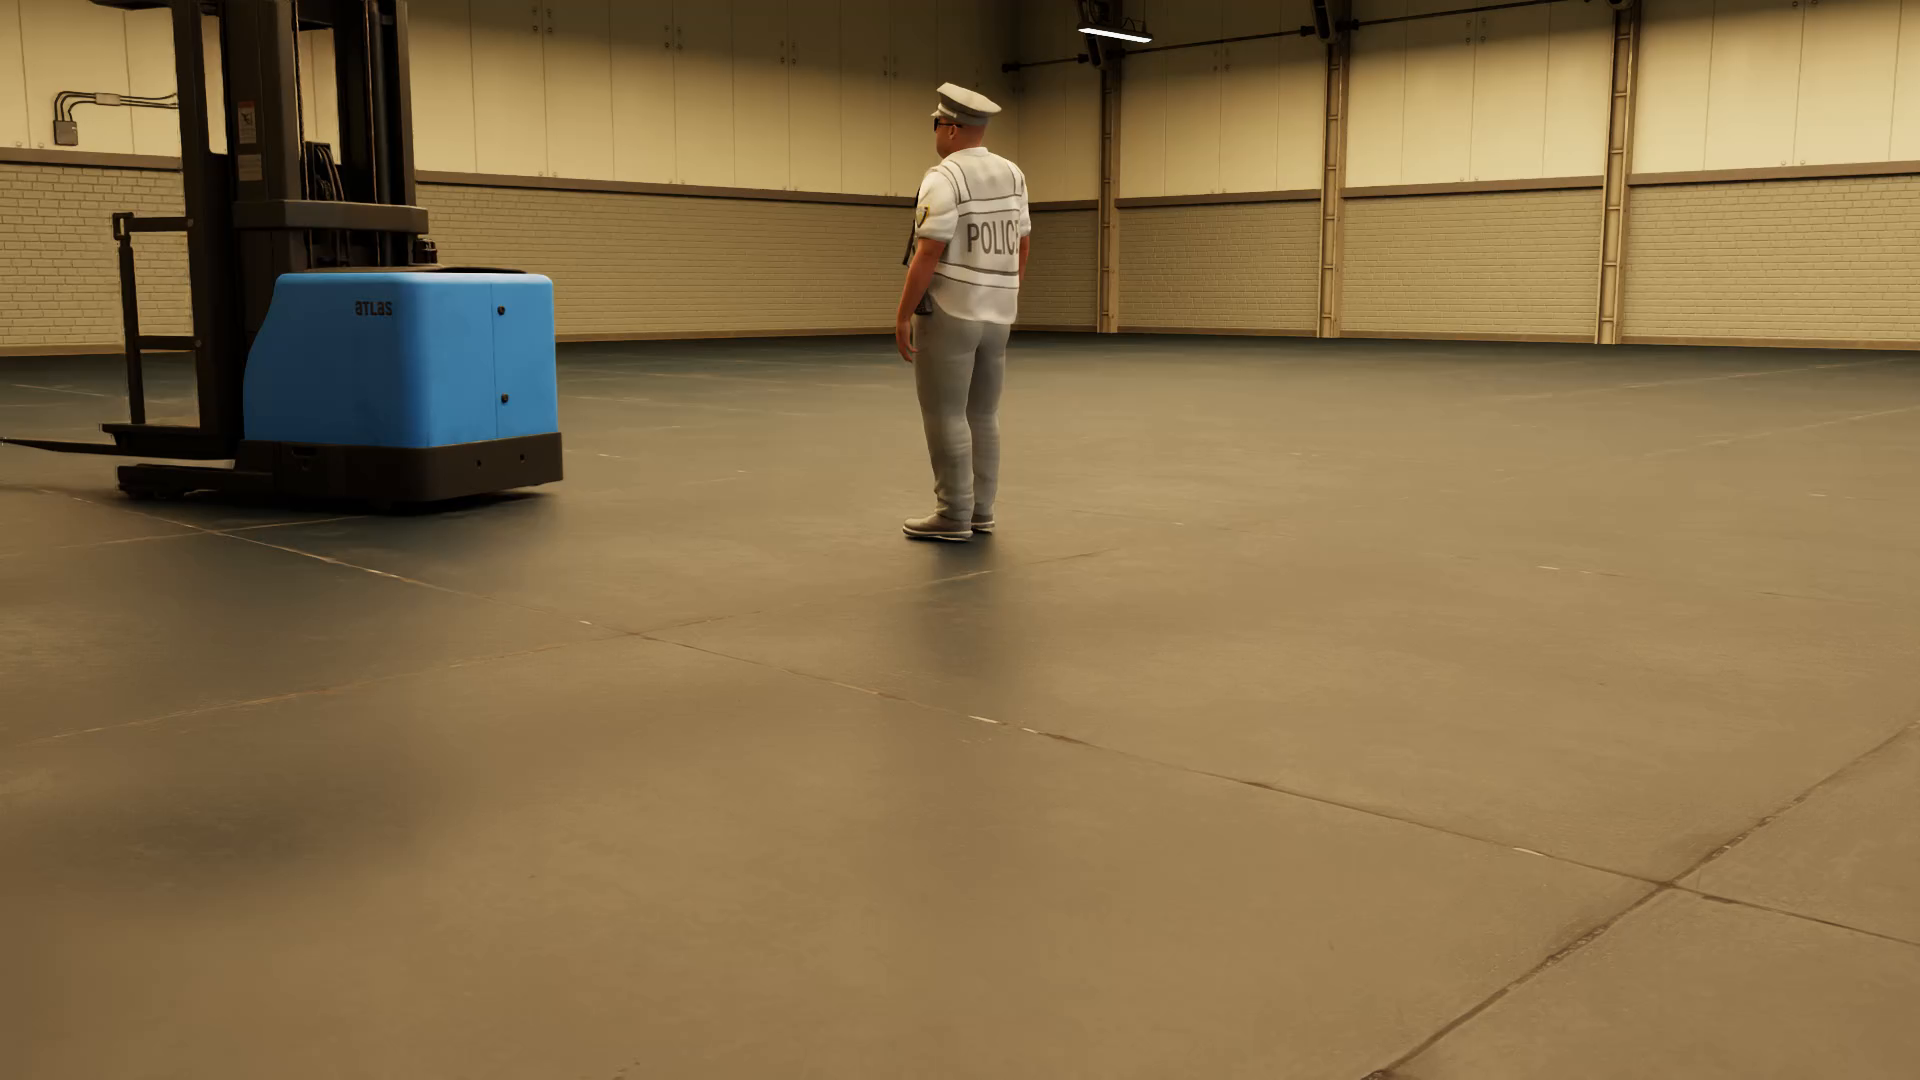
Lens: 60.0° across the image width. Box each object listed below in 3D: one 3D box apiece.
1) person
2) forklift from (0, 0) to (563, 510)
[{"bbox_3d":[-0.048,-0.898,6.645,0.574,1.780,0.641,8,12,43],"label":"person"},{"bbox_3d":[-3.517,-1.705,8.194,3.031,2.935,1.130,4,9,25],"label":"forklift"}]
